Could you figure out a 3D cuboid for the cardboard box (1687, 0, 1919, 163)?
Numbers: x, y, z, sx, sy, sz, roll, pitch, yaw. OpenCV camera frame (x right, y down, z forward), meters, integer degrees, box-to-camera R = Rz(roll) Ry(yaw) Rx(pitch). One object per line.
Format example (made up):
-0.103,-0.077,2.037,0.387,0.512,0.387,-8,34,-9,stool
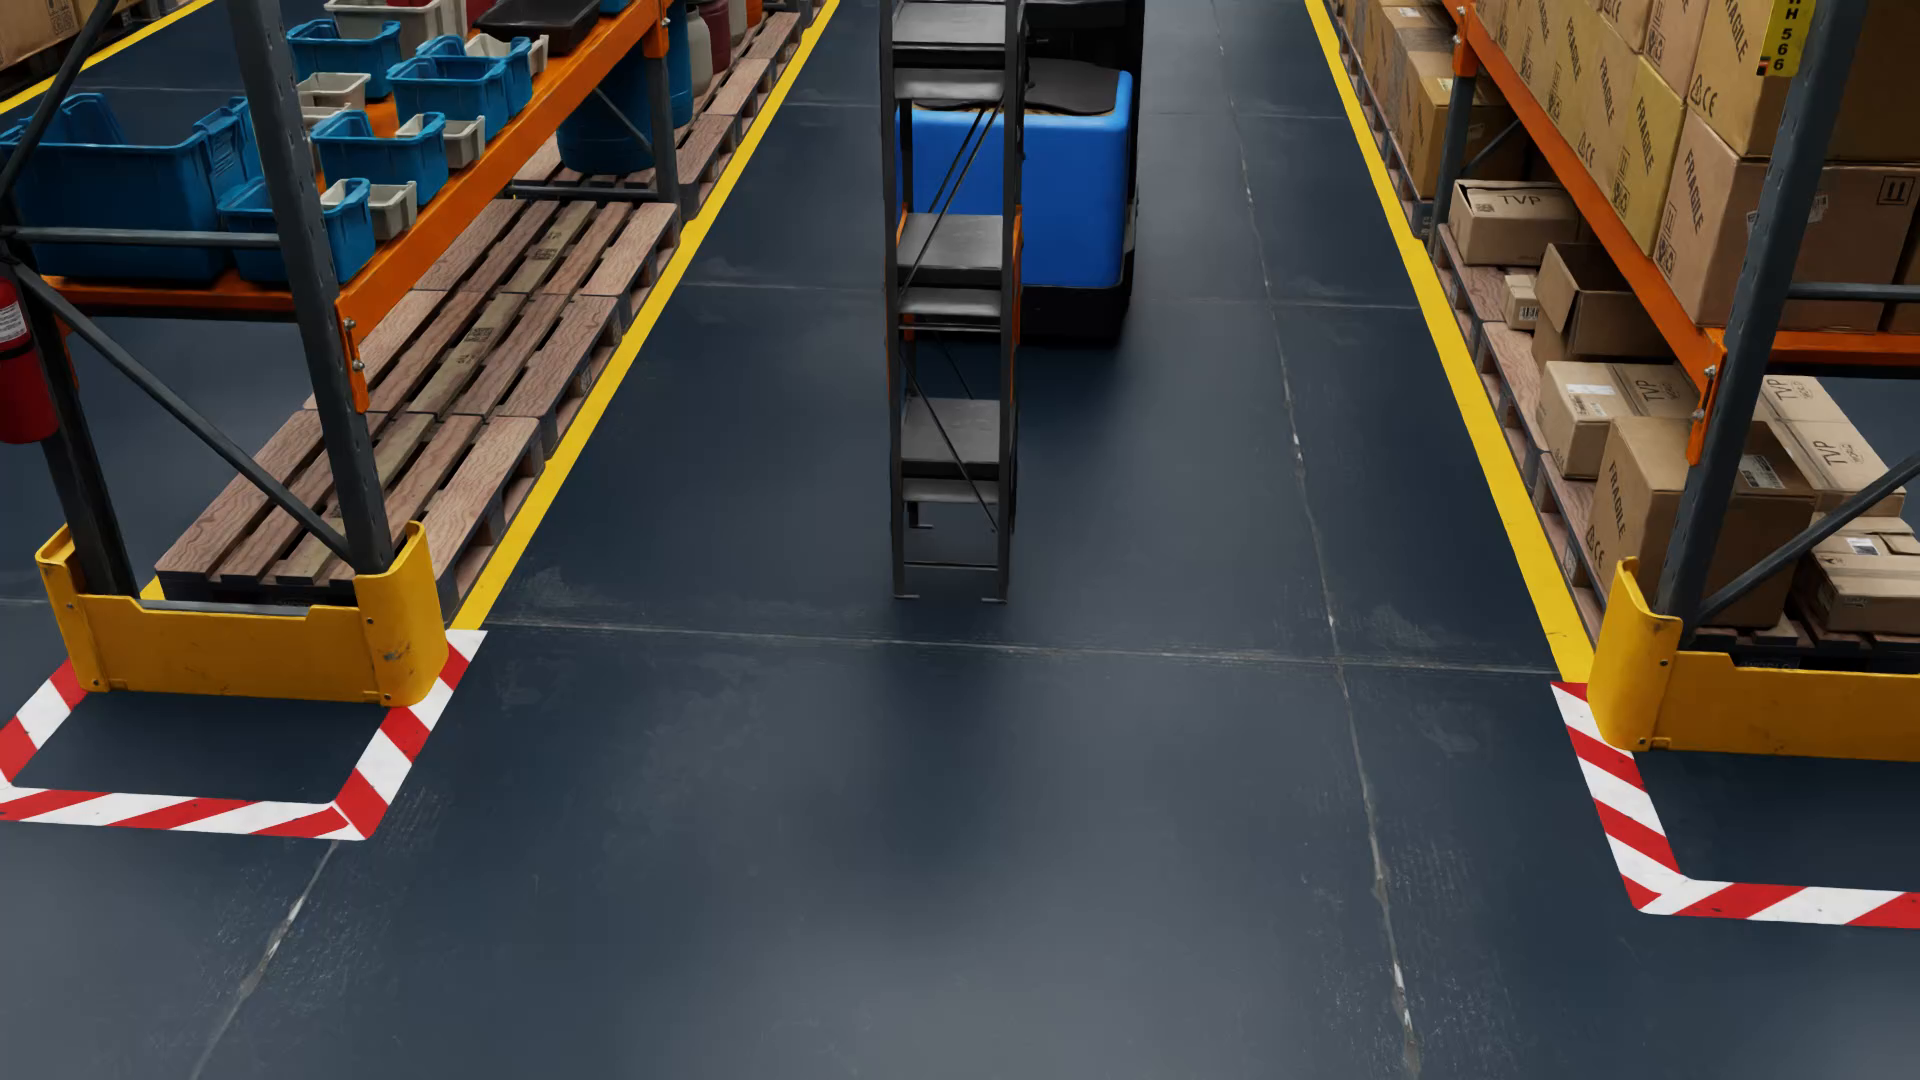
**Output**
2.372,-1.361,4.550,0.500,0.500,0.500,2,32,4,cardboard box

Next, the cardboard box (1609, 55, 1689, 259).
2.414,-1.208,5.255,0.500,0.500,0.500,3,32,4,cardboard box

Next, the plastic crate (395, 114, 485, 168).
-1.814,-1.409,5.871,0.250,0.136,0.298,2,32,4,plastic crate

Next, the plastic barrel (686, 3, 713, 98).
-1.747,-3.018,10.259,0.421,0.512,0.421,0,32,0,plastic barrel

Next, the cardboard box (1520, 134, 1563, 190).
3.218,-2.105,8.770,0.500,0.500,0.500,1,32,2,cardboard box

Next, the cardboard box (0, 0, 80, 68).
-6.769,-3.705,11.027,1.225,0.875,0.875,3,32,4,cardboard box

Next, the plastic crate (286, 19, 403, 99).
-2.415,-1.900,6.577,0.416,0.233,0.300,2,32,4,plastic crate

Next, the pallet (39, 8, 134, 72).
-6.751,-3.660,11.988,1.003,0.211,1.213,2,32,4,pallet

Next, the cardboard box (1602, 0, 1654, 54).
2.450,-1.896,5.419,0.500,0.500,0.500,3,32,5,cardboard box

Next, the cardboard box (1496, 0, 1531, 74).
2.584,-2.259,6.962,0.500,0.500,0.500,3,32,5,cardboard box

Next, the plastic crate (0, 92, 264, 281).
-2.485,-1.085,5.061,0.616,0.435,0.499,2,32,4,plastic crate

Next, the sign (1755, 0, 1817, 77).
2.059,-1.309,4.111,0.100,0.325,0.005,2,32,4,sign

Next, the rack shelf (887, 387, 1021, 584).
-0.013,-0.200,5.933,0.431,0.518,0.480,2,32,4,rack shelf

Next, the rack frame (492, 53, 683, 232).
-2.001,-2.953,8.183,1.000,3.000,0.127,2,32,4,rack frame

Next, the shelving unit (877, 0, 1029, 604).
-0.013,-0.807,5.559,0.431,2.100,0.503,2,32,4,shelving unit

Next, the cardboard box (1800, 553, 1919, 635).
2.987,0.174,5.406,0.380,0.149,0.250,2,32,4,cardboard box

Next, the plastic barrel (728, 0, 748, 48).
-1.655,-3.609,11.217,0.421,0.512,0.421,0,32,0,plastic barrel

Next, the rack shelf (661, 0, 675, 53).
-1.838,-3.692,10.068,1.077,0.370,4.000,2,32,4,rack shelf

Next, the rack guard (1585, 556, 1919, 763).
2.616,0.377,5.162,1.175,0.500,0.348,2,32,4,rack guard

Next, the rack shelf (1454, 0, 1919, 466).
2.773,-1.387,6.328,1.077,0.370,4.000,2,32,4,rack shelf

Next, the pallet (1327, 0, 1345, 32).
3.367,-4.073,12.657,1.003,0.211,1.213,2,32,4,pallet

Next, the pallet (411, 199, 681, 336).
-2.022,-1.380,8.288,1.003,0.211,1.213,2,32,4,pallet

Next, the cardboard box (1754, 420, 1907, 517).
2.978,-0.198,5.914,0.500,0.250,0.500,2,32,4,cardboard box

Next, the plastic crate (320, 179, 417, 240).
-1.870,-1.054,5.295,0.250,0.136,0.298,2,32,4,plastic crate

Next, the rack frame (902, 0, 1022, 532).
0.006,-0.935,5.766,0.400,2.100,0.015,2,32,4,rack frame

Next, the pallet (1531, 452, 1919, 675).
2.680,0.083,5.915,1.003,0.211,1.213,2,32,4,pallet

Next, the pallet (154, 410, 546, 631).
-2.221,-0.104,6.217,1.003,0.211,1.213,2,32,4,pallet

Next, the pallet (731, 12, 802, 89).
-1.698,-3.443,11.636,1.003,0.211,1.213,2,32,4,pallet

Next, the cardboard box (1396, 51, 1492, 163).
2.739,-2.391,9.234,0.500,0.500,0.500,3,32,4,cardboard box

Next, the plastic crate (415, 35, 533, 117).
-1.847,-1.776,6.375,0.416,0.233,0.300,2,32,4,plastic crate

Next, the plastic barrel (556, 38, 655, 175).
-1.940,-2.522,9.083,0.600,0.901,0.708,2,32,4,plastic barrel

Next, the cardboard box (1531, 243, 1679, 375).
2.788,-0.881,6.781,0.797,0.503,0.637,2,32,4,cardboard box

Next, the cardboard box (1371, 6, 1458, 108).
2.819,-2.919,10.091,0.500,0.500,0.500,1,32,2,cardboard box

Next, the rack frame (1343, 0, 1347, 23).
3.261,-4.831,11.230,1.000,3.000,0.127,2,32,4,rack frame

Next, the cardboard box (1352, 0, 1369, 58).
2.903,-3.454,10.959,0.500,0.500,0.500,1,32,2,cardboard box

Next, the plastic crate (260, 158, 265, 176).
-2.441,-1.209,5.546,0.396,0.136,0.243,2,32,4,plastic crate

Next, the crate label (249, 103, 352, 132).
-2.404,-1.506,6.029,0.396,0.136,0.243,2,32,4,crate label

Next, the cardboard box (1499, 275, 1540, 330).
2.626,-1.058,7.388,0.380,0.166,0.250,2,32,4,cardboard box

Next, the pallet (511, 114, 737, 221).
-1.896,-2.168,9.566,1.003,0.211,1.213,2,32,4,pallet

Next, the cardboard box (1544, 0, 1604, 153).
2.501,-1.732,6.106,0.500,0.500,0.500,2,32,3,cardboard box

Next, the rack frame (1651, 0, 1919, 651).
2.610,-0.648,4.442,1.000,3.000,0.127,2,32,4,rack frame

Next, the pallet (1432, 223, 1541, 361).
2.879,-1.193,7.985,1.003,0.211,1.213,2,32,4,pallet

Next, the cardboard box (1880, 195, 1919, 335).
2.909,-0.911,4.774,0.500,0.500,0.500,3,32,5,cardboard box

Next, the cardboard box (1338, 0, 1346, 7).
3.061,-4.125,12.305,0.500,0.250,0.500,3,32,5,cardboard box

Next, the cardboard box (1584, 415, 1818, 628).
2.409,-0.066,5.461,0.500,0.500,0.500,2,32,4,cardboard box

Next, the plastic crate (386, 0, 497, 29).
-2.324,-2.550,7.410,0.402,0.464,0.583,2,32,4,plastic crate

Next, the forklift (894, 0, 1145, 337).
0.389,-2.930,8.211,1.130,2.935,3.031,4,32,6,forklift

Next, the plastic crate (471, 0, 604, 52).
-1.824,-2.265,7.271,0.437,0.125,0.590,2,32,4,plastic crate

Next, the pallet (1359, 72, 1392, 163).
3.061,-2.619,10.298,1.003,0.211,1.213,2,32,4,pallet
